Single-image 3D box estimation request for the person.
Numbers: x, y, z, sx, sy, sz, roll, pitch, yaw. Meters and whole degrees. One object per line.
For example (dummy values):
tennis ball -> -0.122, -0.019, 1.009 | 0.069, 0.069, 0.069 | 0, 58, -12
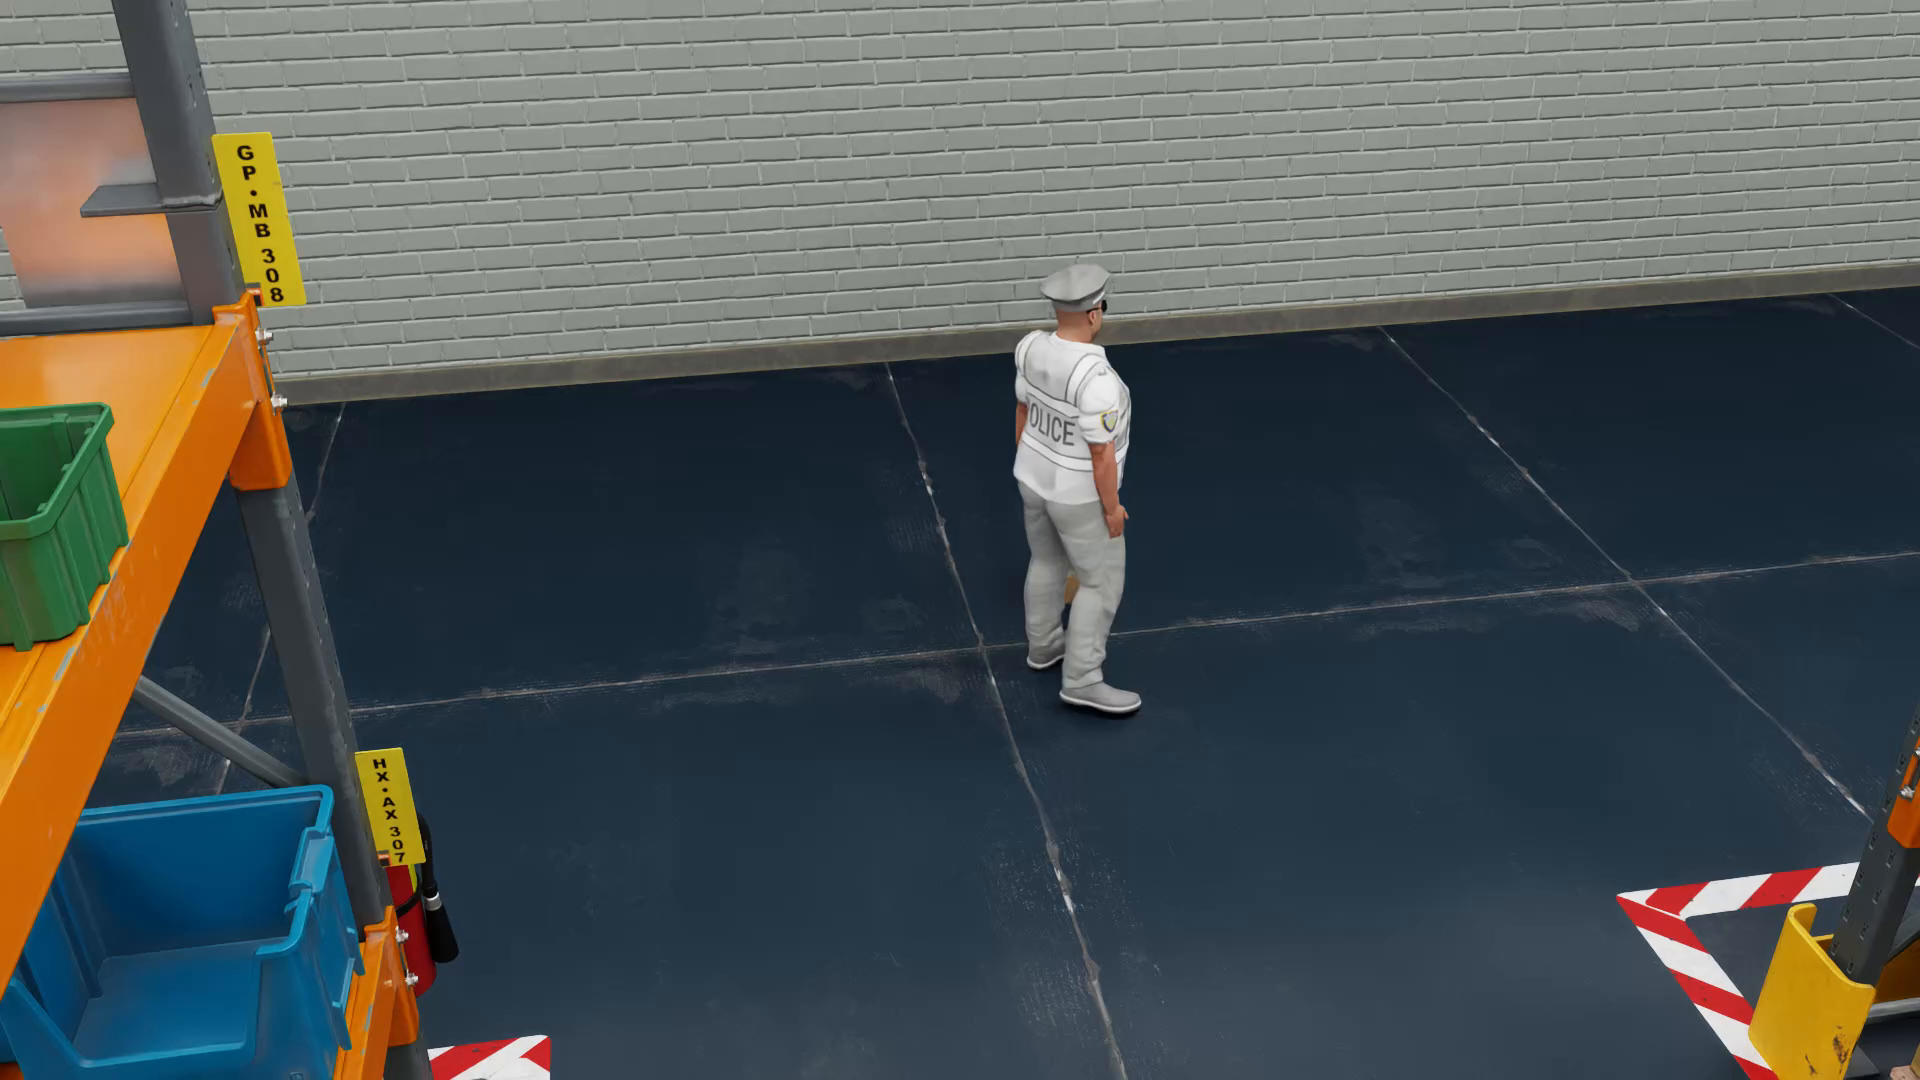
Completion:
person -> 0.473, -0.197, 6.440 | 0.399, 1.757, 0.708 | -20, 36, -30
